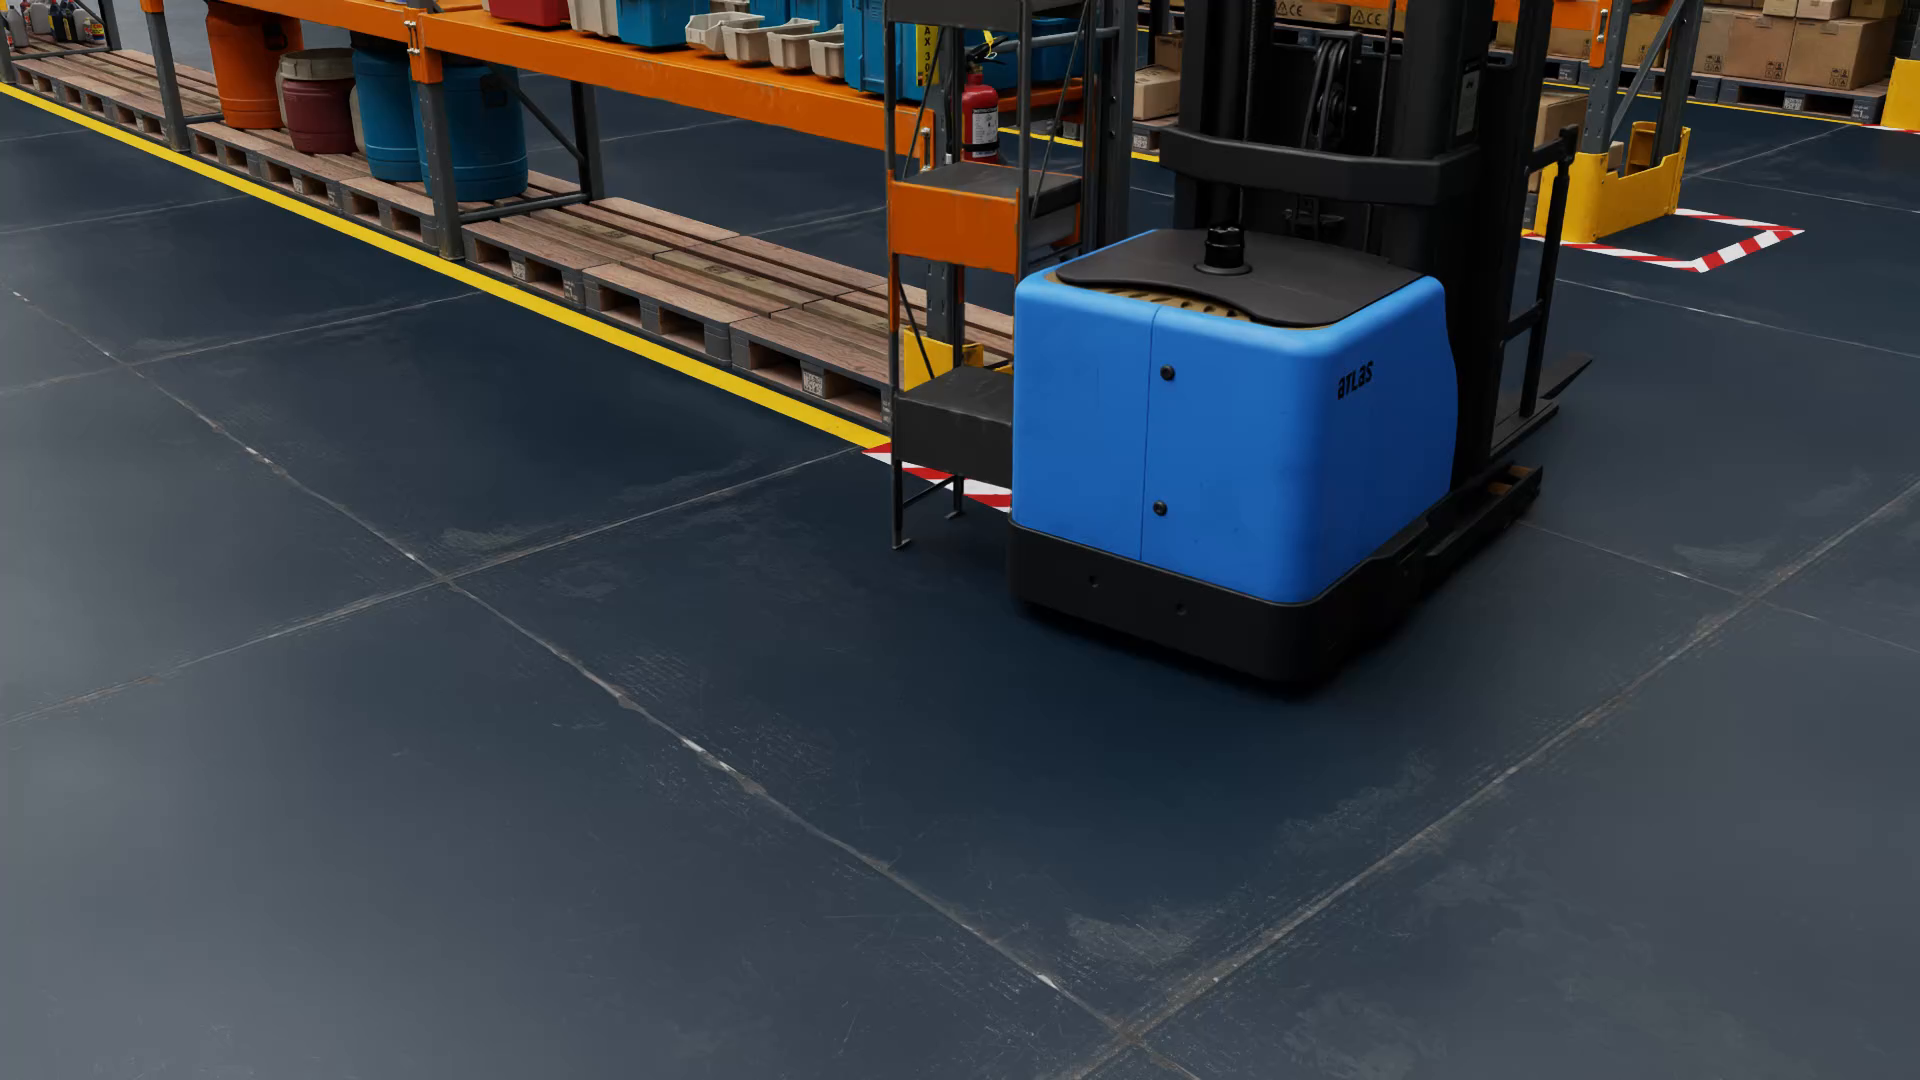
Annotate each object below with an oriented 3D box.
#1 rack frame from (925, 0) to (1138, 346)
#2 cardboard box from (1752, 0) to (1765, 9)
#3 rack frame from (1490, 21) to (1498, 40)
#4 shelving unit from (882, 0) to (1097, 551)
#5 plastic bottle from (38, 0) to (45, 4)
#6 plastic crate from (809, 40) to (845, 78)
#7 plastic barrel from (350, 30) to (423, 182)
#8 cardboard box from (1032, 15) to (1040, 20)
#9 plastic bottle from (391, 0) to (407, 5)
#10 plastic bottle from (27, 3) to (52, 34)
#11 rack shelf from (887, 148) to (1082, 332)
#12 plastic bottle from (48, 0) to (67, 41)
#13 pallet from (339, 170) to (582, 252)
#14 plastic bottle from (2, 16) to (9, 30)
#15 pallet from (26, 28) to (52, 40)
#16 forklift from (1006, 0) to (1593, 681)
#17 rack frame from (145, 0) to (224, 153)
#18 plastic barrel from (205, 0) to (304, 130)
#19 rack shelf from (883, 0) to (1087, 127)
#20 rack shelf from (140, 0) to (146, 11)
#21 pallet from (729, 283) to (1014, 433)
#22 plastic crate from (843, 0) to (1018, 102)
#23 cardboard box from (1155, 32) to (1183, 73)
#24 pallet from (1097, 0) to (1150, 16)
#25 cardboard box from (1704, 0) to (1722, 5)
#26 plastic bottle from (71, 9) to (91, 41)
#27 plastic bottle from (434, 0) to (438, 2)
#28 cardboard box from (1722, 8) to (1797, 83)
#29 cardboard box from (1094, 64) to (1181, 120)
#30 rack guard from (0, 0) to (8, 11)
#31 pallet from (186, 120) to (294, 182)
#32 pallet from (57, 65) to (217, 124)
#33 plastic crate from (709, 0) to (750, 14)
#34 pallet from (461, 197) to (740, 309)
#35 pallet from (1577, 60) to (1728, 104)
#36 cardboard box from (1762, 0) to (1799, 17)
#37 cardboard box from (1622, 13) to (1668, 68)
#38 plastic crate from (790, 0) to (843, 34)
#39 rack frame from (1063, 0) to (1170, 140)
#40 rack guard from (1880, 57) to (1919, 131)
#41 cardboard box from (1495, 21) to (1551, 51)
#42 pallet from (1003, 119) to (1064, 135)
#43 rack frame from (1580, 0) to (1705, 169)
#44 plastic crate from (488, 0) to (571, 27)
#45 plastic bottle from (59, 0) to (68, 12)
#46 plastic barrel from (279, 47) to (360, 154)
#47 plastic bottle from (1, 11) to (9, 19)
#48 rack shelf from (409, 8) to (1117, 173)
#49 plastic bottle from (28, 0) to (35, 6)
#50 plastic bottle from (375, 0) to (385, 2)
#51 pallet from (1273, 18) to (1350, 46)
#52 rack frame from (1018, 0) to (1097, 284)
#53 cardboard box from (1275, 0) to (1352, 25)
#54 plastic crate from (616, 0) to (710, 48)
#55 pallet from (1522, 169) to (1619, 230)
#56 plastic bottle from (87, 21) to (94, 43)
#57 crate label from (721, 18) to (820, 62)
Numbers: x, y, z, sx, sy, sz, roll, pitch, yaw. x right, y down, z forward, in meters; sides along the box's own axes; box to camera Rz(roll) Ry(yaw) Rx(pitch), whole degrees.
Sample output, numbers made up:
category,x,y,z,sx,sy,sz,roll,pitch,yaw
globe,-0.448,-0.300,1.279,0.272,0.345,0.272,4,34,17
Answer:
category,x,y,z,sx,sy,sz,roll,pitch,yaw
rack frame,0.278,-1.827,6.141,1.000,3.000,0.127,-21,32,-38
cardboard box,6.672,-4.418,13.545,0.380,0.149,0.250,-21,32,-38
rack frame,4.776,-5.850,14.958,1.000,3.000,0.127,-21,32,-38
shelving unit,0.089,-0.931,5.260,0.503,2.100,0.431,16,29,31
plastic bottle,-8.720,-5.062,15.895,0.144,0.351,0.185,-20,31,-36
plastic crate,-0.412,-1.930,6.613,0.396,0.136,0.243,-21,32,-38
plastic barrel,-3.299,-2.660,9.988,0.600,0.901,0.708,-21,32,-38
cardboard box,0.637,-3.880,13.123,0.500,0.500,0.500,-21,32,-38
plastic bottle,-2.961,-3.010,8.884,0.152,0.276,0.135,-21,32,-38
plastic bottle,-8.683,-4.922,15.678,0.152,0.276,0.135,-21,32,-38
rack shelf,0.089,-0.918,5.266,0.480,0.518,0.431,16,29,31
plastic bottle,-8.278,-4.779,15.274,0.144,0.351,0.185,-21,32,-38
pallet,-2.953,-2.016,9.915,1.003,0.211,1.213,-21,32,-38
plastic bottle,-8.575,-4.571,14.818,0.144,0.351,0.185,-22,33,-40
pallet,-9.191,-4.779,15.972,1.003,0.211,1.213,-21,32,-38
forklift,1.438,-1.481,5.466,1.130,2.935,3.031,18,30,33
rack frame,-5.190,-4.251,11.454,1.000,3.000,0.127,-21,32,-38
plastic barrel,-4.843,-3.311,11.503,0.600,0.830,0.708,-21,32,-38
rack shelf,0.089,-1.555,4.975,0.480,0.518,0.431,16,29,31
rack shelf,-6.557,-4.530,12.932,1.077,0.370,4.000,-21,32,-38
pallet,-0.257,-0.819,7.292,1.003,0.211,1.213,-21,32,-38
plastic crate,-0.087,-1.919,6.228,0.616,0.435,0.499,-21,32,-38
cardboard box,1.759,-3.414,12.101,0.500,0.500,0.500,-21,32,-38
pallet,1.509,-6.030,18.714,1.003,0.211,1.213,-21,32,-38
cardboard box,6.322,-4.573,13.884,0.380,0.149,0.250,-21,32,-38
plastic bottle,-8.063,-4.735,15.267,0.152,0.276,0.135,-20,31,-37
plastic bottle,-2.883,-3.017,8.990,0.097,0.201,0.097,0,25,0
cardboard box,6.616,-4.027,13.469,0.700,0.500,0.500,-21,32,-39
cardboard box,1.291,-3.232,11.929,0.500,0.311,0.500,-21,32,-38
rack guard,-10.572,-5.528,17.265,1.175,0.500,0.348,-21,32,-38
pallet,-4.621,-2.755,11.535,1.003,0.211,1.213,-21,32,-38
pallet,-6.521,-3.598,13.382,1.003,0.211,1.213,-21,32,-38
plastic crate,-1.046,-2.504,7.871,0.293,0.136,0.466,-21,32,-38
pallet,-1.925,-1.559,8.912,1.003,0.211,1.213,-21,32,-38
pallet,6.076,-3.959,14.173,1.003,0.211,1.213,-21,32,-38
cardboard box,6.562,-4.235,13.143,0.380,0.149,0.250,-20,31,-37
cardboard box,5.902,-4.338,14.152,0.700,0.500,0.500,-20,31,-37
plastic crate,-0.550,-2.345,7.407,0.416,0.233,0.300,-21,32,-38
rack frame,1.162,-4.443,11.876,1.000,3.000,0.127,-21,32,-38
rack guard,7.526,-3.493,12.805,1.175,0.500,0.348,-21,32,-38
cardboard box,5.212,-4.648,14.830,0.700,0.500,0.500,-21,32,-38
pallet,0.579,-3.410,12.971,1.003,0.211,1.213,-21,32,-38
rack frame,3.896,-3.231,9.219,1.000,3.000,0.127,-21,32,-38
plastic crate,-2.029,-2.754,8.023,0.402,0.464,0.583,-21,32,-38
plastic bottle,-8.302,-4.877,15.489,0.185,0.351,0.144,22,33,40
plastic barrel,-4.071,-2.859,10.803,0.600,0.588,0.708,-21,32,-38
plastic bottle,-8.615,-4.645,15.069,0.152,0.276,0.135,-21,32,-38
rack shelf,-1.089,-2.106,7.619,1.077,0.370,4.000,-21,32,-38
plastic bottle,-8.930,-5.120,16.110,0.152,0.276,0.135,-21,32,-38
plastic bottle,-3.153,-3.071,9.008,0.061,0.283,0.133,-21,32,-38
pallet,3.355,-5.163,16.813,1.003,0.211,1.213,-21,32,-38
rack frame,0.291,-0.873,5.135,0.015,2.100,0.400,16,29,31
cardboard box,3.627,-5.491,16.257,0.750,0.750,0.750,-20,31,-37
plastic crate,-1.313,-2.328,7.368,0.416,0.233,0.300,-21,32,-38
pallet,3.299,-2.227,10.377,1.003,0.211,1.213,-21,32,-38
plastic bottle,-7.891,-4.642,15.152,0.097,0.201,0.097,0,25,0
crate label,-0.807,-2.100,6.984,0.396,0.136,0.243,-21,32,-38
